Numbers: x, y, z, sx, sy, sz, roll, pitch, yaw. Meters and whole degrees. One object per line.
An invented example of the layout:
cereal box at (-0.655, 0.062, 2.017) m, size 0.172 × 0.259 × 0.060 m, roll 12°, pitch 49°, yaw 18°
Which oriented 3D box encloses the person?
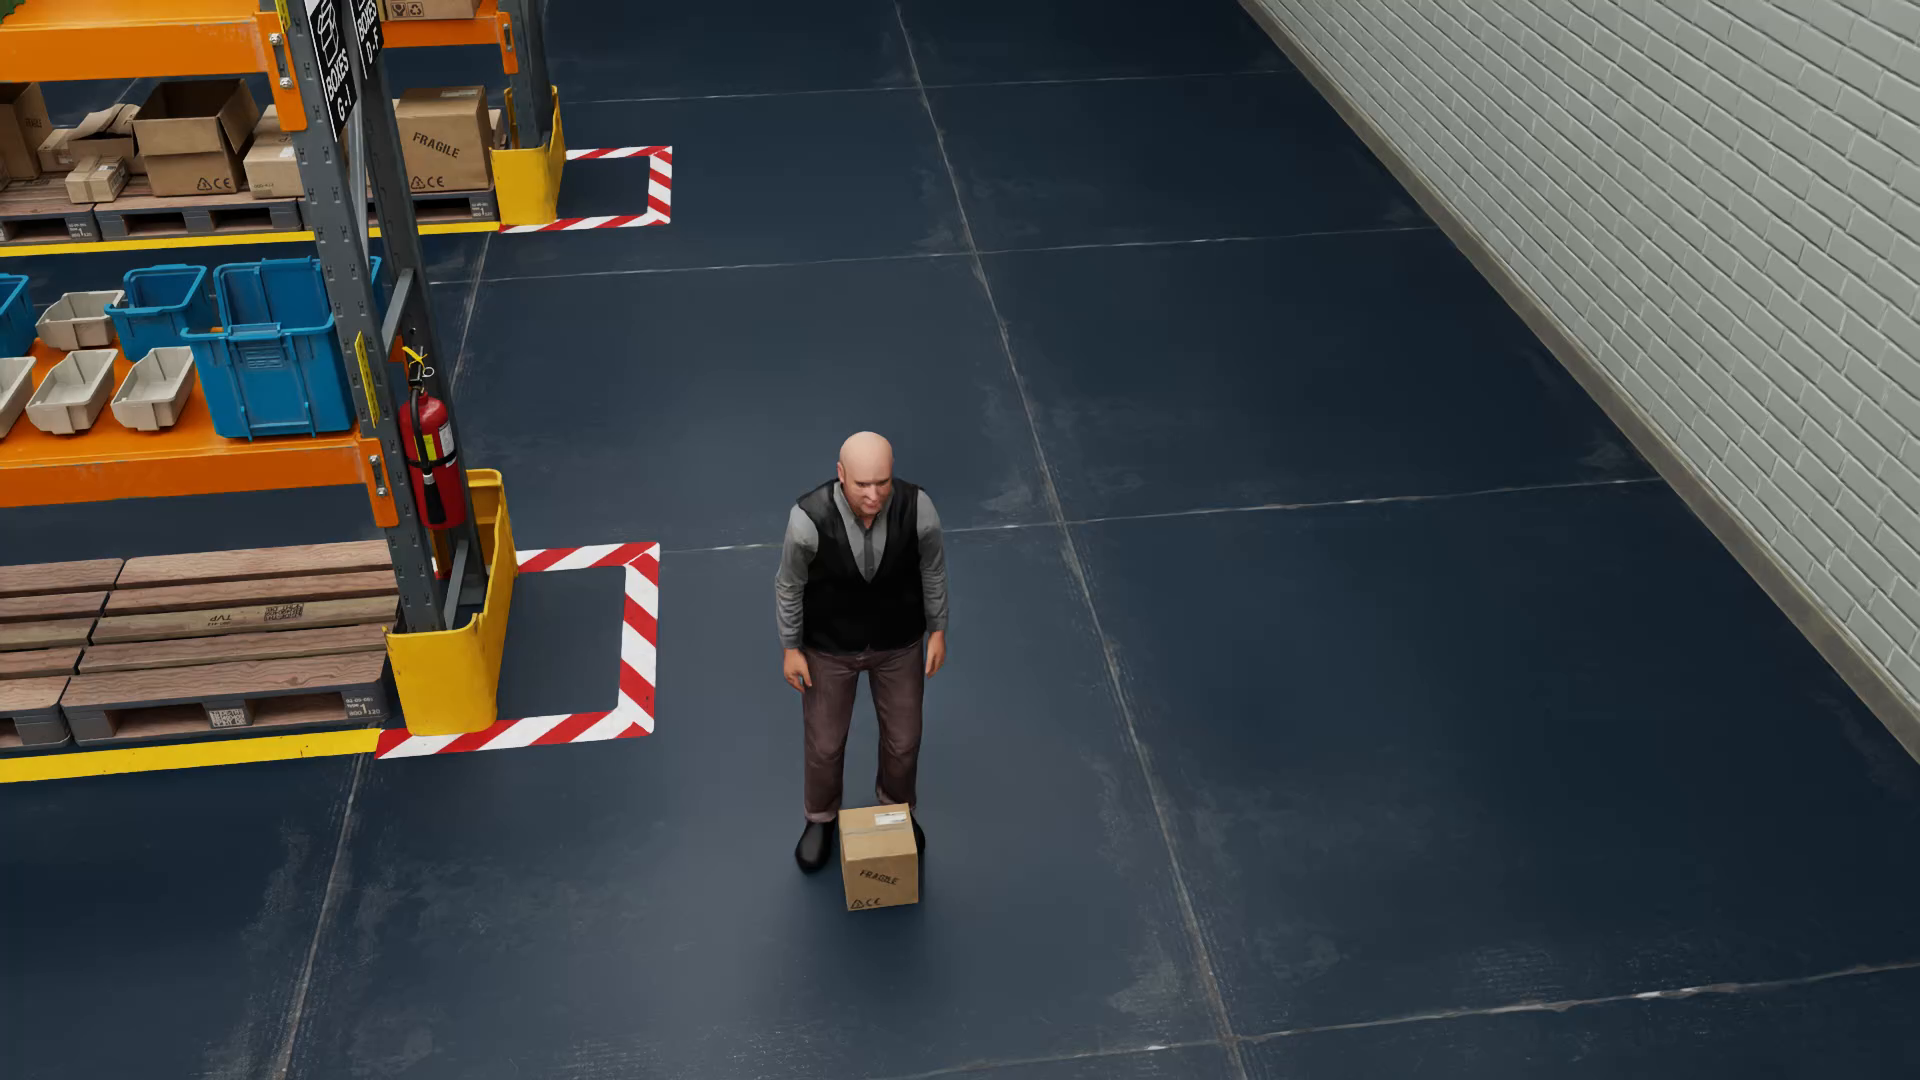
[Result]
person at (-0.328, 0.348, 5.661) m, size 0.588 × 1.720 × 0.421 m, roll -6°, pitch 35°, yaw -9°
